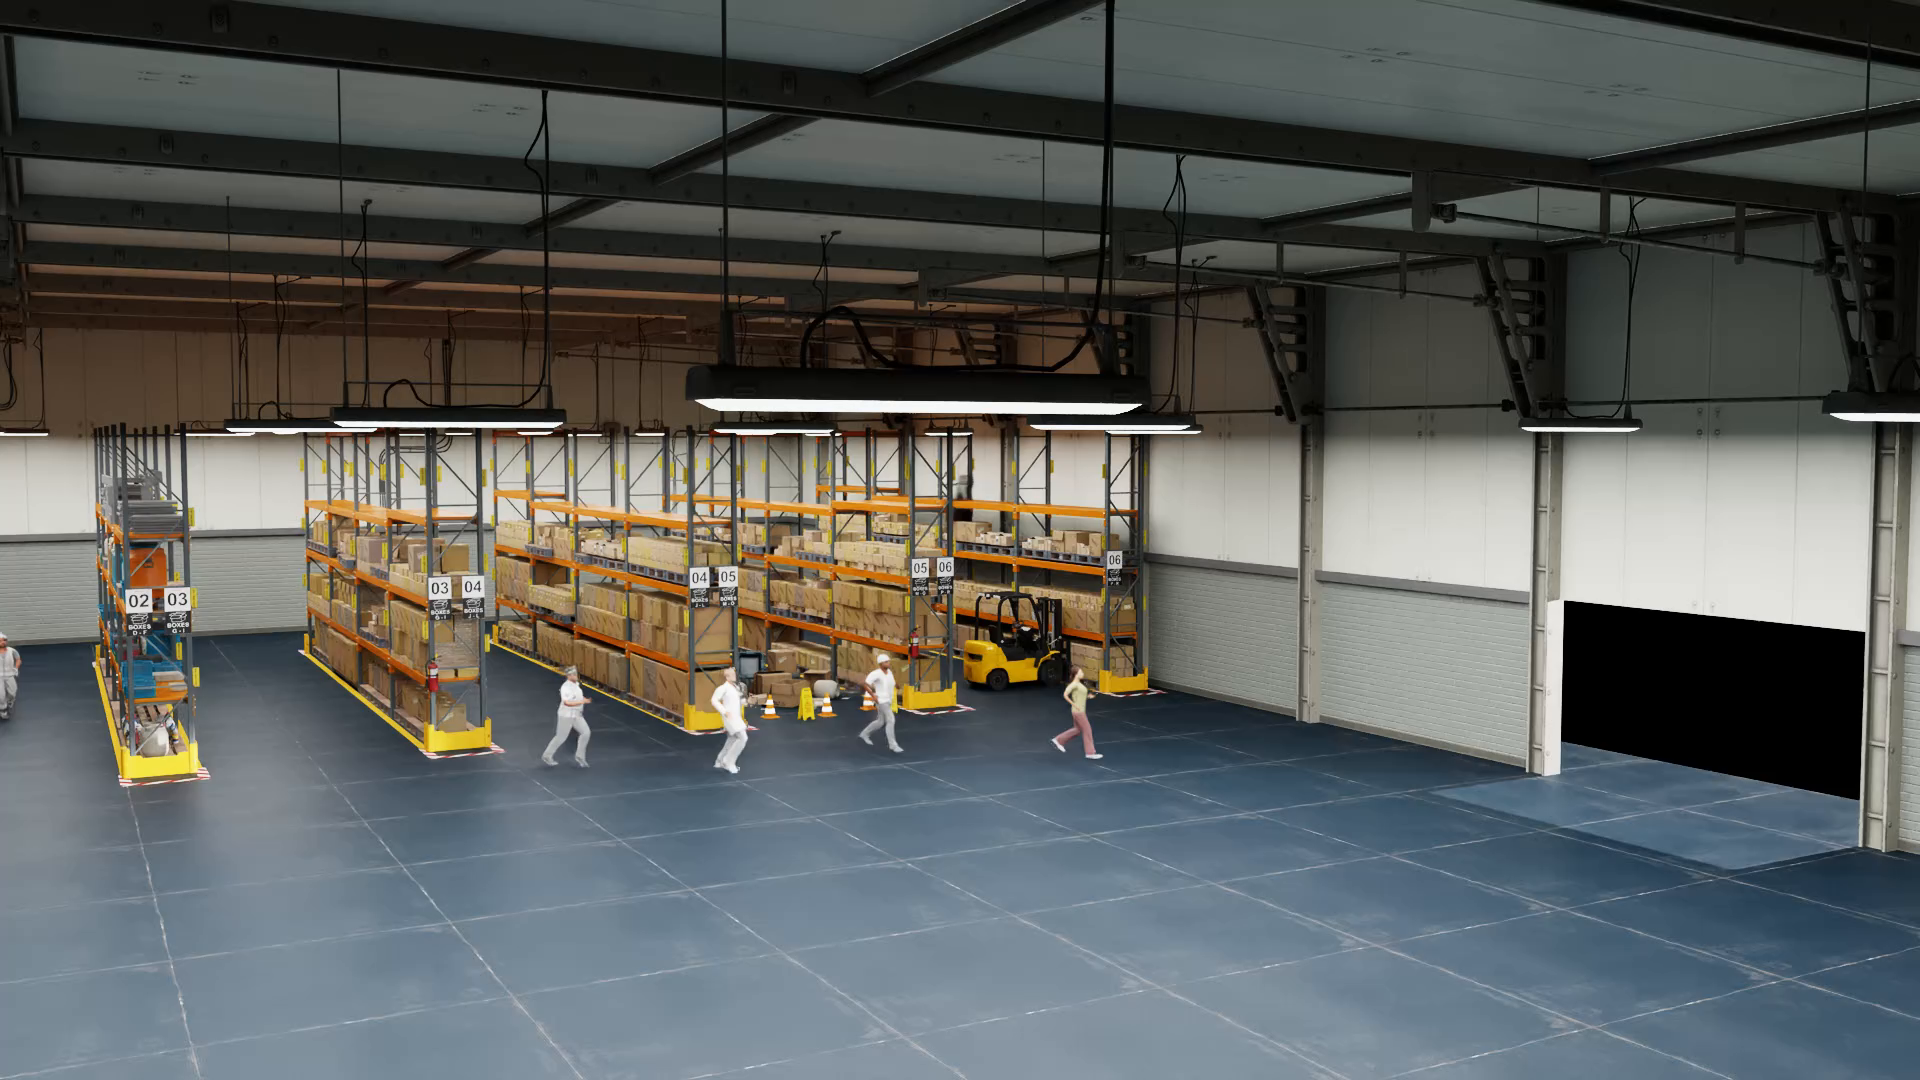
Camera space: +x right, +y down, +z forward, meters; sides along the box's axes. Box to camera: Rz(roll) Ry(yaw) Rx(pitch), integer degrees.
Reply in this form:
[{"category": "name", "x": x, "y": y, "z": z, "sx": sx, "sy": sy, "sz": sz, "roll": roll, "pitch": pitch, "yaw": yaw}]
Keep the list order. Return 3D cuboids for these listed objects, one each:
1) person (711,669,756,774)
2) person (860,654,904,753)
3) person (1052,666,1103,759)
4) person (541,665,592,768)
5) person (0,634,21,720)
[{"category": "person", "x": -3.884, "y": 3.117, "z": 28.575, "sx": 0.729, "sy": 1.803, "sz": 0.685, "roll": 0, "pitch": 3, "yaw": 7}, {"category": "person", "x": -1.424, "y": 2.983, "z": 30.588, "sx": 0.916, "sy": 1.782, "sz": 0.681, "roll": 1, "pitch": 4, "yaw": 21}, {"category": "person", "x": 2.100, "y": 3.078, "z": 29.788, "sx": 0.929, "sy": 1.644, "sz": 0.585, "roll": 1, "pitch": 4, "yaw": 14}, {"category": "person", "x": -6.815, "y": 3.091, "z": 28.982, "sx": 0.918, "sy": 1.844, "sz": 0.675, "roll": 1, "pitch": 4, "yaw": 12}, {"category": "person", "x": -19.472, "y": 2.795, "z": 33.879, "sx": 0.649, "sy": 1.740, "sz": 0.601, "roll": -2, "pitch": 4, "yaw": -35}]
